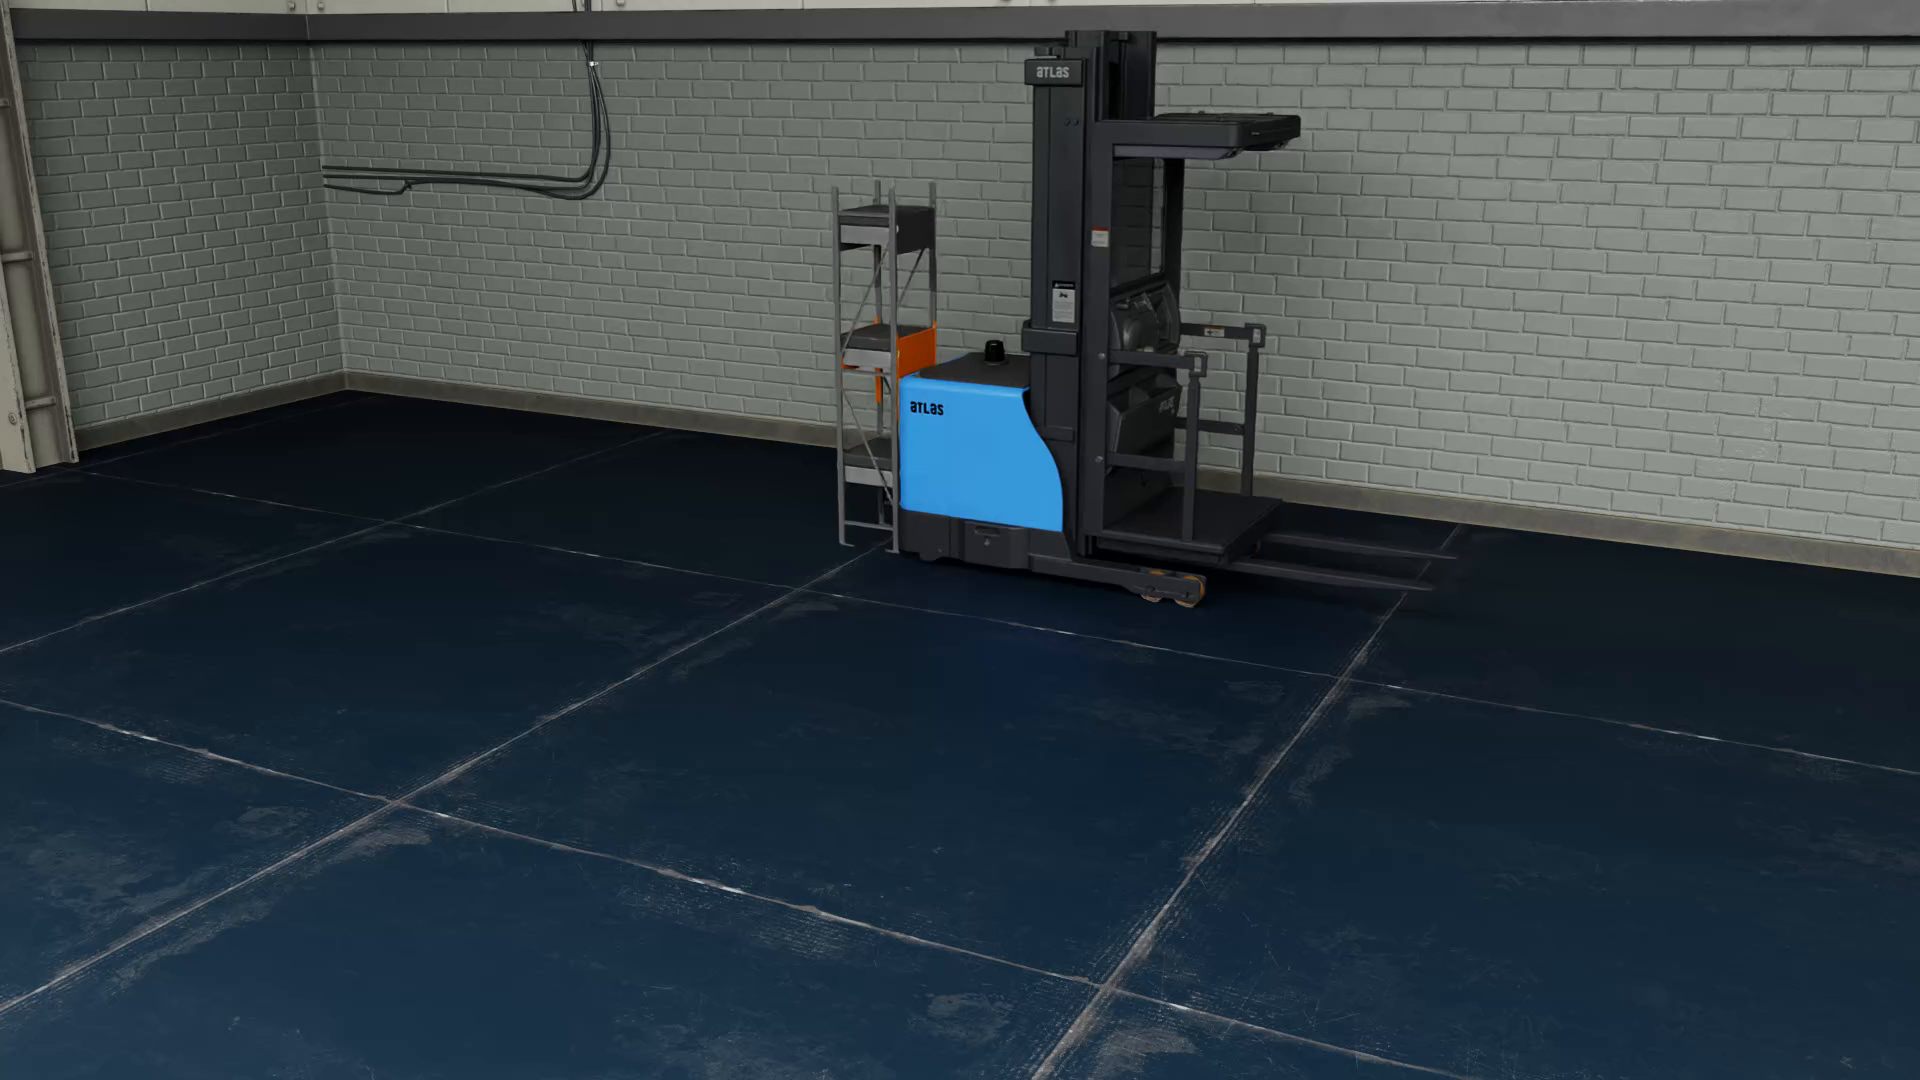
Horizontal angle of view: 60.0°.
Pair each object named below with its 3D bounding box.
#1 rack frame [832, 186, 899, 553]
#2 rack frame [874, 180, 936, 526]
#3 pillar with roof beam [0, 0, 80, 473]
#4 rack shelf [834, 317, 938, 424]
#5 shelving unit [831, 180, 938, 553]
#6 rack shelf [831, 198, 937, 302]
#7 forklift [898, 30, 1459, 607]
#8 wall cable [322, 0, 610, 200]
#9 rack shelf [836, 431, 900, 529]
[{"bbox_3d":[-0.539,-0.954,9.549,0.400,2.100,0.015,8,18,25],"label":"rack frame"},{"bbox_3d":[-0.322,-1.079,9.968,0.400,2.100,0.015,8,18,25],"label":"rack frame"},{"bbox_3d":[-2.686,-4.300,8.698,9.100,9.000,0.400,8,18,25],"label":"pillar with roof beam"},{"bbox_3d":[-0.430,-1.003,9.763,0.431,0.518,0.480,8,18,25],"label":"rack shelf"},{"bbox_3d":[-0.430,-1.016,9.759,0.431,2.100,0.503,8,18,25],"label":"shelving unit"},{"bbox_3d":[-0.430,-1.674,9.563,0.431,0.518,0.480,8,18,25],"label":"rack shelf"},{"bbox_3d":[1.192,-1.221,8.987,3.031,2.935,1.130,8,18,26],"label":"forklift"},{"bbox_3d":[-4.037,-3.942,12.944,3.097,2.526,0.112,8,18,25],"label":"wall cable"},{"bbox_3d":[-0.430,-0.332,9.962,0.431,0.518,0.480,8,18,25],"label":"rack shelf"}]
